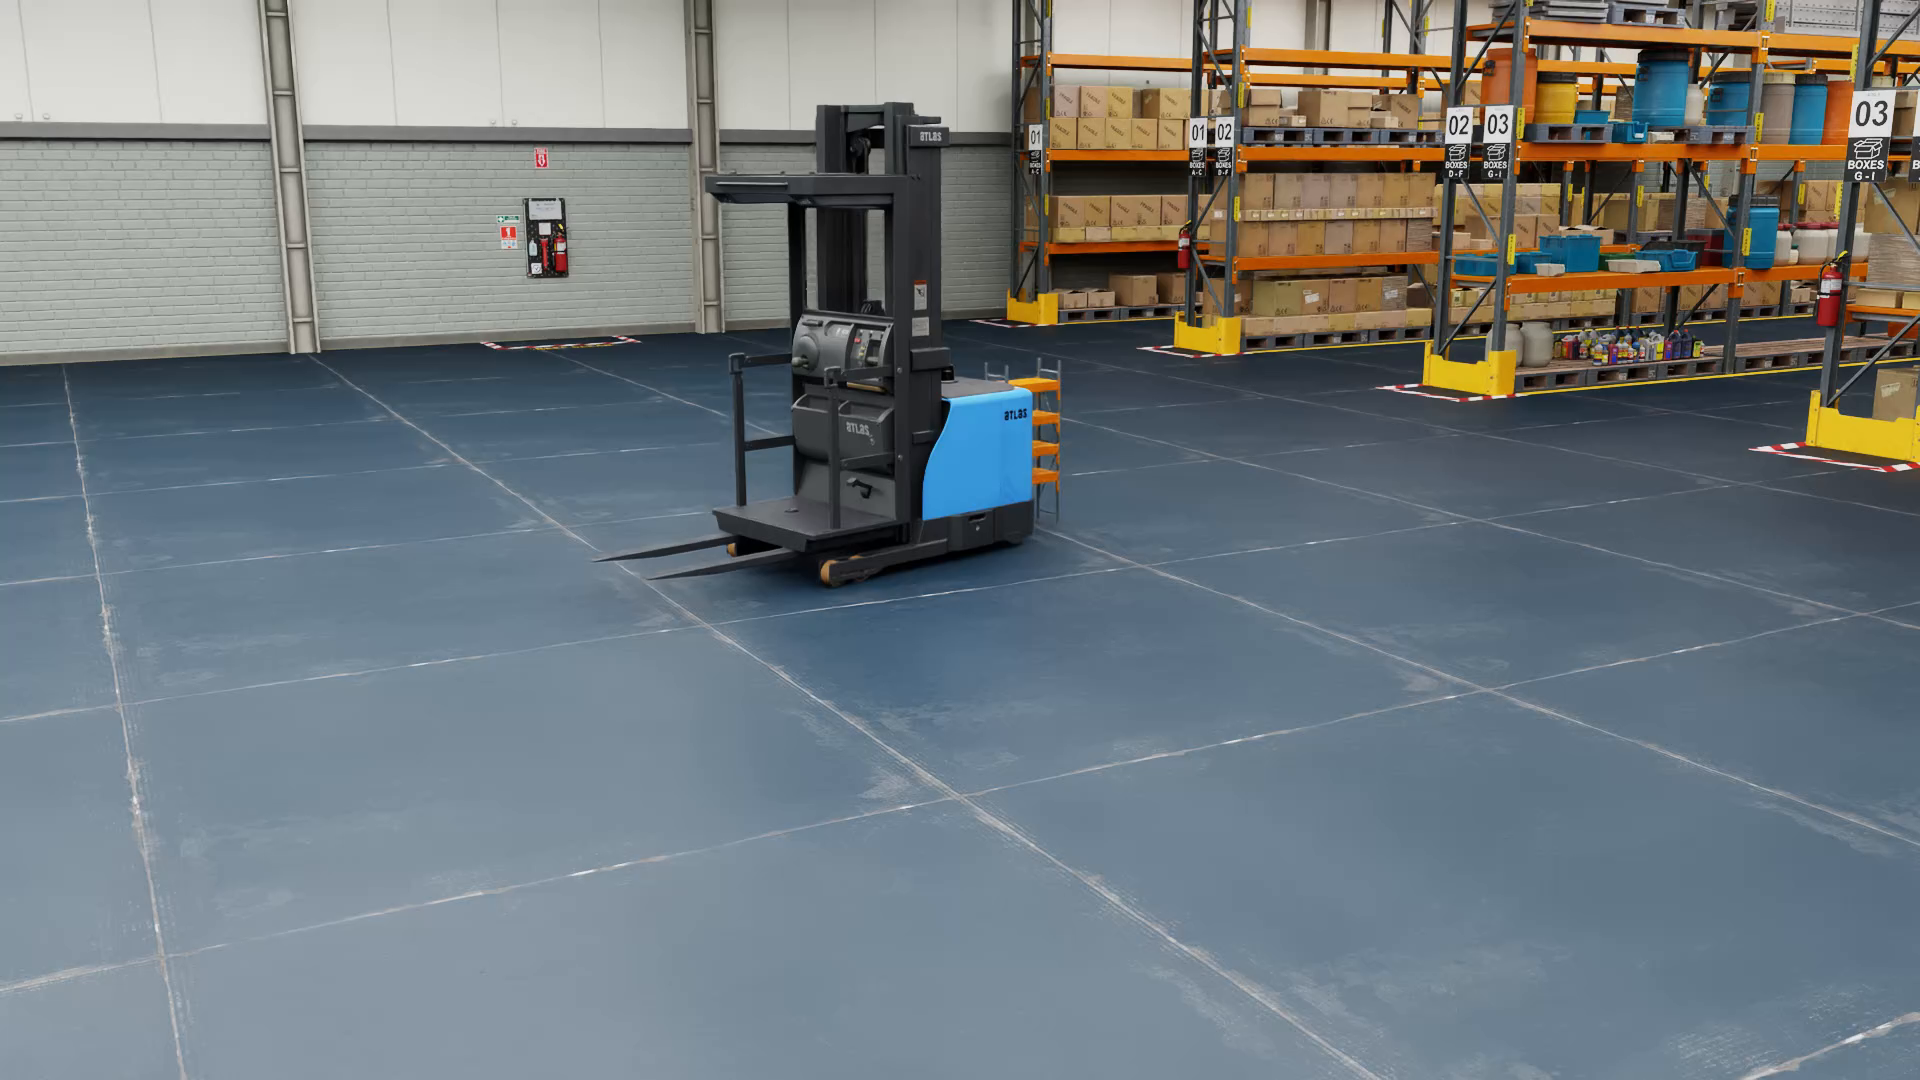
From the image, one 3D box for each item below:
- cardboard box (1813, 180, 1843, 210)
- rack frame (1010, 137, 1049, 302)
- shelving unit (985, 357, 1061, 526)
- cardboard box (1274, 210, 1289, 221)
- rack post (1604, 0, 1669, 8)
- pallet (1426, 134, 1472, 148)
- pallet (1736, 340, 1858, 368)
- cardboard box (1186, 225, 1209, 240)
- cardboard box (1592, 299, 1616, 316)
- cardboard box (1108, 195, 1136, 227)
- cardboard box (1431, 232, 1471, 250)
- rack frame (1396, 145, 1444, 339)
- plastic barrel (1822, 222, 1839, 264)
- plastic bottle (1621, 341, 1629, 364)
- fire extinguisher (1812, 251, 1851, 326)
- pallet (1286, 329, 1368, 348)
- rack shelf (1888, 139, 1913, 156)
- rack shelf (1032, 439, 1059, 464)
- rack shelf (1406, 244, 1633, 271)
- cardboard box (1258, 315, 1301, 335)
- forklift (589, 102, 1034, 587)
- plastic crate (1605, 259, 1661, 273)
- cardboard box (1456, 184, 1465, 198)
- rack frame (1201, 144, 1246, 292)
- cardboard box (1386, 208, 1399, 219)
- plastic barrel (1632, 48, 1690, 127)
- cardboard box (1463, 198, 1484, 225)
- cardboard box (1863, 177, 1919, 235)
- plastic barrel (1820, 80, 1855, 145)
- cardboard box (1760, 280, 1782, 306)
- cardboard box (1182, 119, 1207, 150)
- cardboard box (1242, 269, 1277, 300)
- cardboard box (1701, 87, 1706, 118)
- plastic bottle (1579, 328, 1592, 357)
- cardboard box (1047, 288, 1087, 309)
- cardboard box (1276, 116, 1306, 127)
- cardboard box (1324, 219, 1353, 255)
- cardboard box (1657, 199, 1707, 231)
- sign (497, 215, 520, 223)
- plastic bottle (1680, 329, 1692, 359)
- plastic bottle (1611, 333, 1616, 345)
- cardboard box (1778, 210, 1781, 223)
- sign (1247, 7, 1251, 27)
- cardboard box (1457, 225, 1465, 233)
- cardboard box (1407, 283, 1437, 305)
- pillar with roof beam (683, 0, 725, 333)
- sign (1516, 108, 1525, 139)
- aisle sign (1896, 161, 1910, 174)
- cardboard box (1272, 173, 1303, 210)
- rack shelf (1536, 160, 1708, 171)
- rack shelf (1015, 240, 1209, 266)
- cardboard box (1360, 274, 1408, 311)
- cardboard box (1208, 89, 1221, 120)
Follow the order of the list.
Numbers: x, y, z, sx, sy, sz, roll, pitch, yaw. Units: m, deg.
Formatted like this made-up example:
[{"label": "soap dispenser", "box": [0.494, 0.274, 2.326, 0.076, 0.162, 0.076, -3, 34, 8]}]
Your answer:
[{"label": "cardboard box", "box": [15.053, -6.015, 29.000, 0.500, 0.500, 0.500, -7, 15, -30]}, {"label": "rack frame", "box": [1.142, -5.121, 27.530, 0.127, 3.000, 1.000, -7, 14, -28]}, {"label": "shelving unit", "box": [0.447, -0.678, 11.887, 0.503, 1.200, 0.258, -10, 16, -37]}, {"label": "cardboard box", "box": [4.416, -4.586, 23.448, 0.250, 0.149, 0.380, -7, 14, -28]}, {"label": "rack post", "box": [7.575, -6.311, 19.329, 0.954, 0.300, 0.937, -7, 15, -29]}, {"label": "pallet", "box": [7.798, -6.053, 25.275, 1.217, 0.209, 0.805, -8, 15, -30]}, {"label": "pallet", "box": [11.143, -2.491, 22.197, 1.213, 0.211, 1.003, -7, 14, -28]}, {"label": "cardboard box", "box": [3.941, -5.319, 28.708, 0.500, 0.250, 0.500, -7, 14, -28]}, {"label": "cardboard box", "box": [10.196, -3.769, 26.831, 0.500, 0.250, 0.500, -6, 14, -27]}, {"label": "cardboard box", "box": [2.600, -5.519, 27.887, 0.500, 0.500, 0.500, -7, 15, -30]}, {"label": "cardboard box", "box": [7.441, -4.574, 25.444, 0.500, 0.250, 0.500, -6, 14, -24]}, {"label": "rack frame", "box": [7.030, -4.587, 25.160, 0.127, 3.000, 1.000, -7, 14, -28]}, {"label": "plastic barrel", "box": [11.368, -3.880, 21.706, 0.433, 0.535, 0.433, 0, 13, 0]}, {"label": "plastic bottle", "box": [8.018, -2.272, 20.086, 0.097, 0.271, 0.097, 0, 13, 0]}, {"label": "fire extinguisher", "box": [7.941, -2.296, 15.155, 0.183, 0.674, 0.296, -7, 14, -28]}, {"label": "pallet", "box": [5.239, -3.022, 24.556, 1.213, 0.211, 1.003, -7, 14, -28]}, {"label": "rack shelf", "box": [10.018, -3.580, 15.490, 4.000, 0.370, 1.077, -7, 14, -28]}, {"label": "rack shelf", "box": [0.447, -0.612, 11.902, 0.480, 0.148, 0.258, -10, 16, -37]}, {"label": "rack shelf", "box": [8.785, -4.447, 26.174, 4.000, 0.370, 1.077, -7, 14, -28]}, {"label": "cardboard box", "box": [4.533, -3.097, 23.843, 0.500, 0.250, 0.500, -7, 14, -28]}, {"label": "forklift", "box": [-0.914, -1.268, 10.569, 3.031, 2.935, 1.130, -12, 17, -42]}, {"label": "plastic crate", "box": [8.096, -3.284, 19.970, 0.437, 0.136, 0.530, -7, 14, -28]}, {"label": "cardboard box", "box": [9.157, -6.586, 31.385, 0.500, 0.250, 0.500, -7, 14, -29]}, {"label": "rack frame", "box": [4.653, -5.541, 29.400, 0.127, 3.000, 1.000, -7, 14, -28]}, {"label": "cardboard box", "box": [6.217, -4.801, 24.405, 0.250, 0.149, 0.380, -7, 14, -28]}, {"label": "plastic barrel", "box": [8.475, -5.461, 20.113, 0.708, 0.901, 0.600, -7, 14, -28]}, {"label": "cardboard box", "box": [9.613, -6.273, 31.700, 0.500, 0.500, 0.500, -7, 14, -28]}, {"label": "cardboard box", "box": [8.626, -3.044, 15.121, 0.500, 0.500, 0.500, -7, 14, -28]}, {"label": "plastic barrel", "box": [11.512, -5.613, 21.906, 0.708, 0.830, 0.600, -7, 14, -28]}, {"label": "cardboard box", "box": [13.756, -4.317, 28.650, 0.500, 0.500, 0.500, -7, 14, -28]}, {"label": "cardboard box", "box": [3.878, -6.912, 28.385, 0.500, 0.500, 0.500, -8, 15, -33]}, {"label": "cardboard box", "box": [5.291, -4.617, 29.985, 0.500, 0.500, 0.700, -6, 14, -26]}, {"label": "cardboard box", "box": [11.822, -7.160, 27.255, 0.500, 0.500, 0.500, -7, 14, -28]}, {"label": "plastic bottle", "box": [7.790, -2.465, 20.763, 0.185, 0.351, 0.144, -6, 14, -26]}, {"label": "cardboard box", "box": [1.792, -4.079, 28.024, 0.500, 0.311, 0.500, -9, 15, -34]}, {"label": "cardboard box", "box": [4.636, -5.870, 23.326, 0.250, 0.149, 0.380, -7, 14, -28]}, {"label": "cardboard box", "box": [5.292, -4.425, 24.213, 0.500, 0.500, 0.700, -6, 14, -26]}, {"label": "cardboard box", "box": [11.934, -5.409, 27.628, 0.500, 0.500, 0.700, -4, 13, -17]}, {"label": "sign", "box": [-6.638, -4.714, 24.433, 0.331, 0.109, 0.001, -7, 14, -28]}, {"label": "plastic bottle", "box": [8.973, -2.431, 20.611, 0.185, 0.351, 0.144, -7, 15, -29]}, {"label": "plastic bottle", "box": [8.216, -2.468, 20.957, 0.097, 0.271, 0.097, 0, 13, 0]}, {"label": "cardboard box", "box": [14.367, -5.580, 29.342, 0.500, 0.500, 0.500, -7, 14, -27]}, {"label": "sign", "box": [4.897, -8.856, 28.157, 0.005, 0.325, 0.100, -7, 14, -28]}, {"label": "cardboard box", "box": [9.448, -5.955, 31.765, 0.250, 0.149, 0.380, -6, 14, -27]}, {"label": "cardboard box", "box": [7.248, -3.822, 25.789, 0.500, 0.311, 0.500, -7, 14, -28]}, {"label": "pillar with roof beam", "box": [-1.862, -6.827, 21.449, 0.400, 9.000, 9.100, -7, 14, -28]}, {"label": "sign", "box": [6.149, -4.573, 18.243, 0.005, 0.325, 0.100, -7, 14, -28]}, {"label": "aisle sign", "box": [17.482, -7.182, 30.767, 0.004, 0.787, 0.394, -7, 14, -28]}, {"label": "cardboard box", "box": [4.440, -4.957, 23.619, 0.500, 0.500, 0.700, -7, 15, -29]}, {"label": "rack shelf", "box": [13.430, -7.706, 33.824, 4.000, 0.370, 1.077, -7, 14, -28]}, {"label": "rack shelf", "box": [2.897, -4.980, 28.544, 4.000, 0.370, 1.077, -7, 14, -28]}, {"label": "cardboard box", "box": [6.283, -3.675, 24.706, 0.500, 0.500, 0.500, -7, 14, -28]}, {"label": "cardboard box", "box": [4.343, -7.446, 28.482, 0.500, 0.500, 0.500, -8, 15, -33]}]
